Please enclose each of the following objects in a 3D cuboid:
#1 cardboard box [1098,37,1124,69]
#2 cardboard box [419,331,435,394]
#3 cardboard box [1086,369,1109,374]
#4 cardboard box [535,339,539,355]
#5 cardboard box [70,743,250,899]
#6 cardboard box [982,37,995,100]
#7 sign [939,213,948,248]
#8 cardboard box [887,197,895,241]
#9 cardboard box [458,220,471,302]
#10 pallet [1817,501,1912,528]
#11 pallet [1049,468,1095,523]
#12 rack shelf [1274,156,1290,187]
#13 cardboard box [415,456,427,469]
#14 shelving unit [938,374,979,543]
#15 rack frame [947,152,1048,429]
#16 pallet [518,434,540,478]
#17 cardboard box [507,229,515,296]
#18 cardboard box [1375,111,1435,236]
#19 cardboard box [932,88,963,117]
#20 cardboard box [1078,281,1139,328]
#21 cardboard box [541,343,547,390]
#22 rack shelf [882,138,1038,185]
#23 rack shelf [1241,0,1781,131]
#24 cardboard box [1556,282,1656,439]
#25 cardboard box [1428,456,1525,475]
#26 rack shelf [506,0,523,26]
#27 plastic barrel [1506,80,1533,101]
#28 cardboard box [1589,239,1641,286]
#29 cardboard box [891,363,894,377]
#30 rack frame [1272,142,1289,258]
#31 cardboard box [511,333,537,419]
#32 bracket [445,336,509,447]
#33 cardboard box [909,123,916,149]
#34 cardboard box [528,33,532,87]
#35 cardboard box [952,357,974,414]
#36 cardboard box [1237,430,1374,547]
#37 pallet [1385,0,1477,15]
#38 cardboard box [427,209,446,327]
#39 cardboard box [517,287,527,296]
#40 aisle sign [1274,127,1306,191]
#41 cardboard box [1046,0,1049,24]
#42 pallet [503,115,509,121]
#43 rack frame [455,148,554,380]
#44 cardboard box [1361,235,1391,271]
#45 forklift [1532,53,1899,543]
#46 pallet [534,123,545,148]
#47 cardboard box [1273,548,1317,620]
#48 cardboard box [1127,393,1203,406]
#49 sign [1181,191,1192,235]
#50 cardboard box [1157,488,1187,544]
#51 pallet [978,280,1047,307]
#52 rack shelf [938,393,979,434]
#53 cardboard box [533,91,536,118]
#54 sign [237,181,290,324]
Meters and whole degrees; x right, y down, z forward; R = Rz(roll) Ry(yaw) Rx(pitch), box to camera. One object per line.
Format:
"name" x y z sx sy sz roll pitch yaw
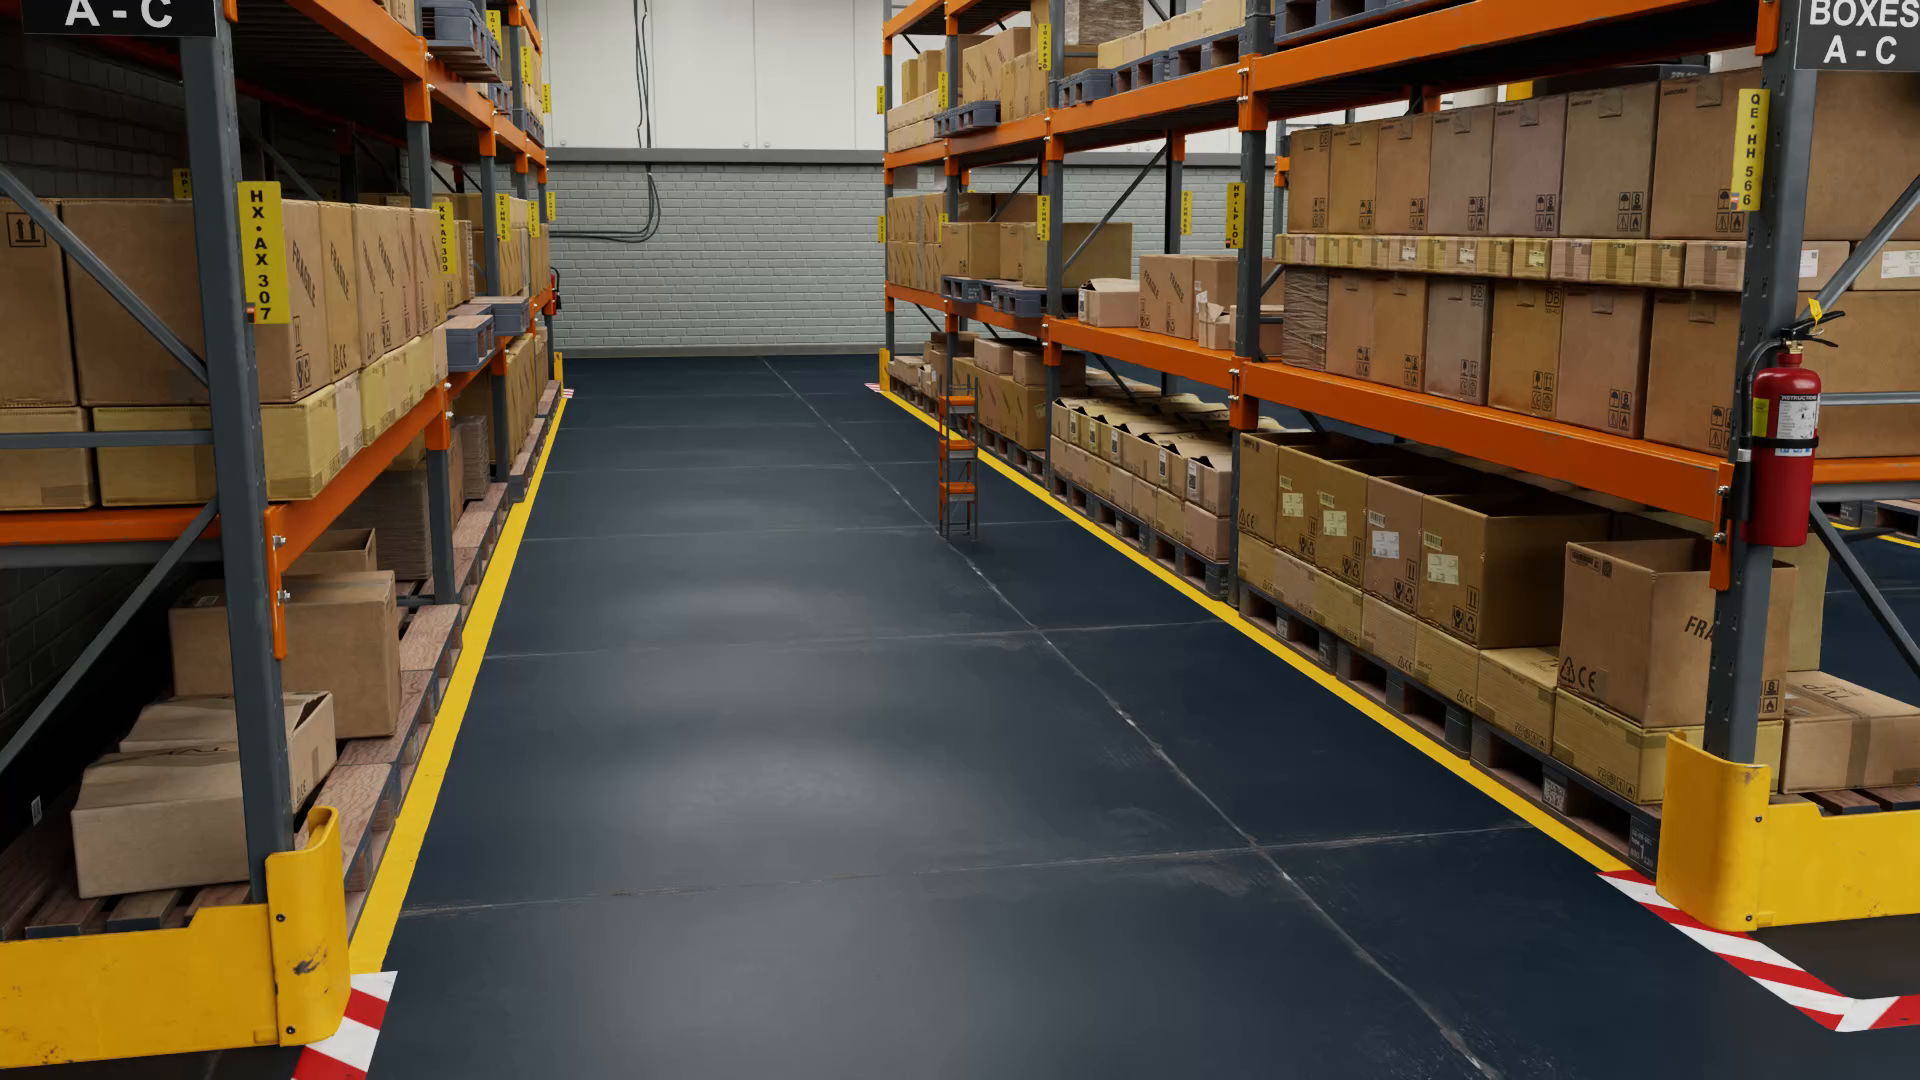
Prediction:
"cardboard box" 1.294 -3.394 11.764 0.500 0.250 0.500 -3 11 -15
"cardboard box" -2.452 -0.724 6.823 0.500 0.250 0.500 -2 11 -11
"cardboard box" 1.036 -1.235 14.671 0.500 0.500 0.500 -3 11 -13
"cardboard box" -4.418 -1.930 16.639 0.380 0.149 0.250 -2 11 -9
"cardboard box" -2.198 0.753 4.731 0.500 0.311 0.500 -3 11 -17
"cardboard box" 0.551 -4.164 14.873 0.600 0.600 0.600 -2 11 -12
"sign" -0.158 -3.007 16.158 0.100 0.325 0.005 -2 11 -11
"cardboard box" -0.578 -3.786 19.624 0.500 0.500 0.500 -2 11 -9
"cardboard box" -3.471 -1.766 10.511 0.700 0.500 0.500 -3 11 -16
"pallet" 6.357 -0.312 11.772 1.003 0.211 1.213 -2 11 -11
"pallet" 1.272 -0.347 11.956 1.003 0.211 1.213 -2 11 -11
"rack shelf" 4.843 -4.269 19.007 1.077 0.370 4.000 -2 11 -11
"cardboard box" -3.239 -0.170 9.078 0.700 0.500 0.500 -2 11 -12
"shelving unit" -0.010 -0.526 10.650 0.215 1.050 0.252 -2 11 -11
"rack frame" 0.373 -2.603 16.350 1.000 3.000 0.127 -2 11 -11
"pallet" -4.021 -0.689 13.754 1.003 0.211 1.213 -2 11 -11
"cardboard box" -3.644 -2.088 12.530 0.500 0.500 0.500 -2 11 -9
"cardboard box" 2.217 -1.557 7.115 0.700 0.500 0.500 -2 11 -11
"cardboard box" 0.012 -4.328 16.454 0.500 0.250 0.500 -2 11 -11
"cardboard box" 1.135 -1.655 11.605 0.500 0.311 0.500 -2 11 -12
"cardboard box" -4.932 -1.918 18.312 0.700 0.500 0.500 -2 11 -11
"rack shelf" -0.016 -4.090 18.064 1.077 0.370 4.000 -2 11 -11
"rack shelf" 2.318 -1.889 6.501 1.077 0.370 4.000 -2 11 -11
"cardboard box" 2.521 -0.634 5.735 0.700 0.500 0.500 -2 11 -10
"cardboard box" 2.420 -0.099 7.419 0.500 0.500 0.500 -2 11 -11
"rack shelf" -4.097 -4.453 13.017 1.077 0.370 4.000 -2 11 -11
"plastic barrel" 5.609 -4.395 16.115 0.600 0.588 0.600 0 11 0
"cardboard box" 2.343 -0.928 5.547 0.380 0.149 0.250 -2 11 -12
"cardboard box" -0.612 -2.026 19.719 0.380 0.166 0.250 -2 11 -11
"rack frame" 4.454 -3.516 21.148 1.000 3.000 0.127 -2 11 -11
"cardboard box" -4.232 -1.458 14.961 0.750 0.750 0.750 -2 11 -10
"bracket" 11.627 -3.727 10.569 30.936 5.461 7.100 -2 11 -11
"cardboard box" -0.268 -4.358 17.948 0.500 0.250 0.500 -2 11 -11
"cardboard box" -4.455 -4.681 16.250 0.500 0.500 0.500 -2 11 -12
"cardboard box" 0.228 -1.494 16.030 0.500 0.500 0.500 -3 11 -14
"cardboard box" 1.712 -0.263 8.283 0.500 0.500 0.500 -2 11 -11
"pallet" 2.354 -2.187 6.379 1.003 0.211 1.213 -2 11 -11
"cardboard box" -2.534 -1.184 7.237 0.500 0.500 0.500 -2 11 -11
"cardboard box" -3.955 -2.116 14.410 0.380 0.149 0.250 -2 11 -11
"aisle sign" 4.149 -4.796 20.917 0.394 0.787 0.004 -2 11 -11
"cardboard box" 0.973 -4.057 13.026 0.500 0.500 0.500 -2 11 -11
"pallet" -4.105 -3.391 12.970 1.003 0.211 1.213 -2 11 -8
"rack frame" -5.264 -3.156 19.255 1.000 3.000 0.127 -2 11 -11
"cardboard box" 1.991 -1.260 7.291 0.380 0.149 0.250 -2 11 -13
"forklift" 4.022 -1.228 9.311 3.031 2.935 1.130 -4 12 -22
"pallet" -5.109 -4.450 18.270 1.003 0.211 1.213 -2 11 -11
"cardboard box" 1.814 0.197 7.872 0.500 0.250 0.500 -2 11 -11
"cardboard box" 1.494 -0.913 12.204 0.500 0.311 0.500 -2 11 -10
"sign" 1.694 -2.459 12.497 0.100 0.325 0.005 -2 11 -11
"cardboard box" 1.467 -0.150 9.691 0.500 0.250 0.500 -2 11 -12
"pallet" 0.768 -2.132 14.387 1.003 0.211 1.213 -2 11 -11
"rack shelf" -0.010 -0.794 10.599 0.215 0.259 0.240 -2 11 -11
"cardboard box" -4.554 -4.402 16.788 0.500 0.250 0.500 -2 11 -13
"sign" -1.620 -0.666 3.860 0.100 0.325 0.005 -2 11 -11
